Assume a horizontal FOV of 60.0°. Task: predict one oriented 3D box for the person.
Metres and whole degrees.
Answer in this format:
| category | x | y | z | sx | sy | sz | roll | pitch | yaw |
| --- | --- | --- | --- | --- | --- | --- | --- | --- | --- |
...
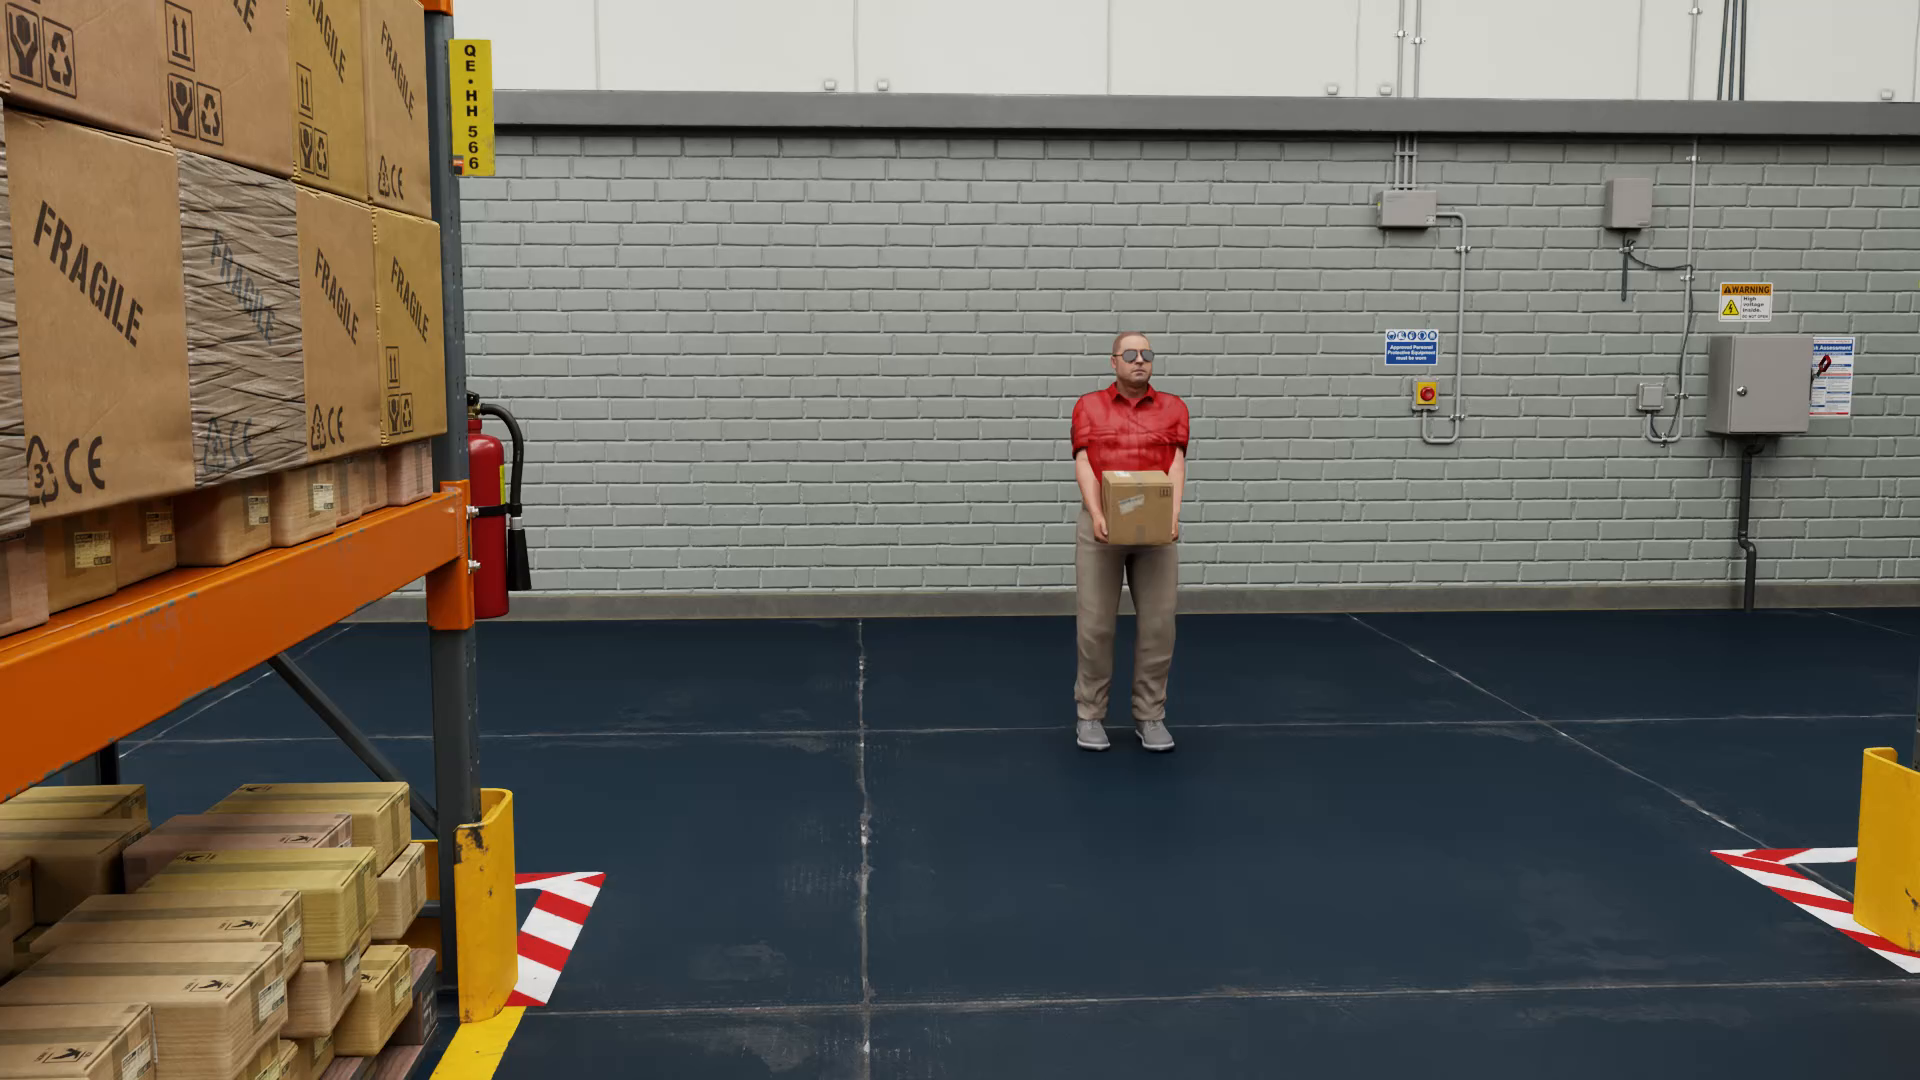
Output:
| category | x | y | z | sx | sy | sz | roll | pitch | yaw |
| --- | --- | --- | --- | --- | --- | --- | --- | --- | --- |
| person | 0.711 | 0.005 | 6.825 | 0.494 | 1.714 | 0.530 | 0 | 7 | -3 |
